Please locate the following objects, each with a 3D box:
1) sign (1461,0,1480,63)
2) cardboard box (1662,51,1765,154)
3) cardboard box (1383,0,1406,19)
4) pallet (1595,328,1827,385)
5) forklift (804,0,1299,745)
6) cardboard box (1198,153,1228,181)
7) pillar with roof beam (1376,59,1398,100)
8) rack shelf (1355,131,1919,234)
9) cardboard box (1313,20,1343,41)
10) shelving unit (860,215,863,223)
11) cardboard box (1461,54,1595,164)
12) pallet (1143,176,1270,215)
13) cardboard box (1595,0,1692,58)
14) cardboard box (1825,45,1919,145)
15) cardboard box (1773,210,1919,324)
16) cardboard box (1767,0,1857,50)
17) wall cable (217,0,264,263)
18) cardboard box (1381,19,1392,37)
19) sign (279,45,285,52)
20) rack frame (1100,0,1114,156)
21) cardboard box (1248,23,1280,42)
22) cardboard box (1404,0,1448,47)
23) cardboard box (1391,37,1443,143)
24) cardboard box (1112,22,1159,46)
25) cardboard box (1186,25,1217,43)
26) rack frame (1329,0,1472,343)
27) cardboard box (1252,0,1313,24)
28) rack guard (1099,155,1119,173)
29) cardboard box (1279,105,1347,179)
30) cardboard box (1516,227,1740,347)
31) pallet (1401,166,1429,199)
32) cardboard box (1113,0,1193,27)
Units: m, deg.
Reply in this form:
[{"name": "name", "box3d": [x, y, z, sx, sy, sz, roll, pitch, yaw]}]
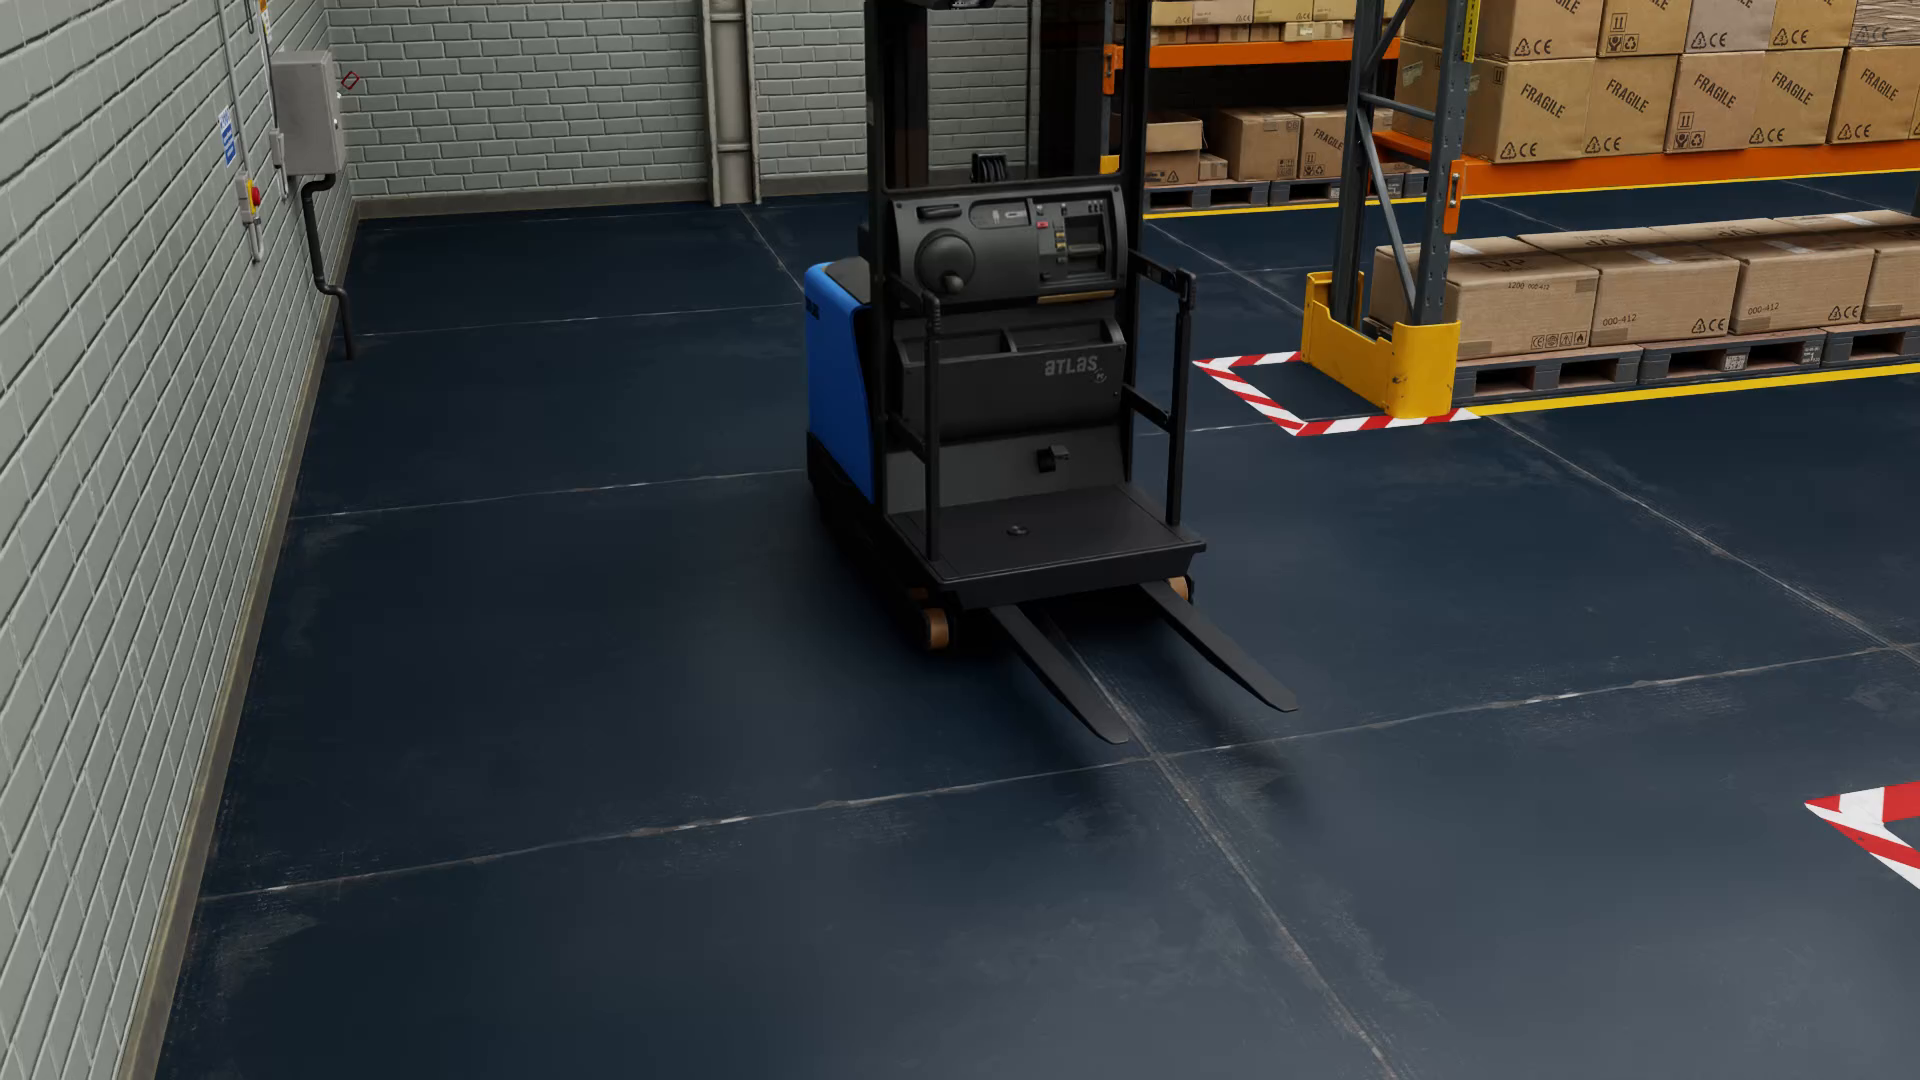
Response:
[{"name": "sign", "box3d": [2.461, -2.472, 8.008, 0.005, 0.325, 0.100, -6, 24, -14]}, {"name": "cardboard box", "box3d": [3.831, -2.349, 8.792, 0.500, 0.500, 0.500, -6, 24, -15]}, {"name": "cardboard box", "box3d": [3.438, -4.373, 13.450, 0.500, 0.250, 0.500, -6, 24, -15]}, {"name": "pallet", "box3d": [4.238, -1.211, 9.804, 1.213, 0.211, 1.003, -6, 24, -14]}, {"name": "forklift", "box3d": [0.273, -1.111, 6.122, 1.130, 2.935, 3.031, -8, 25, -18]}, {"name": "cardboard box", "box3d": [2.007, -3.075, 13.696, 0.250, 0.149, 0.380, -7, 24, -16]}, {"name": "pillar with roof beam", "box3d": [5.073, -5.949, 9.703, 0.400, 9.000, 9.100, -6, 24, -14]}, {"name": "rack shelf", "box3d": [4.243, -2.131, 9.325, 4.000, 0.370, 1.077, -6, 24, -14]}, {"name": "cardboard box", "box3d": [2.865, -4.102, 13.325, 0.250, 0.149, 0.380, -6, 24, -13]}, {"name": "shelving unit", "box3d": [-0.333, -0.925, 7.883, 0.189, 1.200, 0.258, -9, 25, -20]}, {"name": "cardboard box", "box3d": [2.857, -2.237, 8.532, 0.500, 0.500, 0.500, -7, 24, -15]}, {"name": "pallet", "box3d": [1.813, -2.945, 13.845, 1.213, 0.211, 1.003, -6, 24, -14]}, {"name": "cardboard box", "box3d": [3.352, -2.755, 8.471, 0.500, 0.500, 0.500, -7, 24, -16]}, {"name": "cardboard box", "box3d": [4.817, -2.458, 9.048, 0.500, 0.500, 0.500, -7, 24, -15]}, {"name": "cardboard box", "box3d": [5.535, -1.664, 10.041, 0.875, 0.438, 0.875, -7, 24, -15]}, {"name": "cardboard box", "box3d": [4.326, -2.866, 8.730, 0.500, 0.500, 0.500, -6, 24, -14]}, {"name": "wall cable", "box3d": [-3.105, -2.120, 7.060, 0.123, 1.953, 0.585, -6, 24, -14]}, {"name": "cardboard box", "box3d": [3.320, -4.200, 13.553, 0.250, 0.149, 0.380, -6, 24, -14]}, {"name": "sign", "box3d": [-3.865, -2.574, 9.565, 0.001, 0.494, 0.329, -6, 24, -14]}, {"name": "rack frame", "box3d": [0.973, -4.133, 13.077, 0.127, 3.000, 1.000, -6, 24, -14]}, {"name": "cardboard box", "box3d": [2.354, -4.068, 13.245, 0.250, 0.149, 0.380, -6, 24, -14]}, {"name": "cardboard box", "box3d": [2.717, -2.896, 8.800, 0.500, 0.500, 0.500, -6, 24, -13]}, {"name": "cardboard box", "box3d": [2.710, -2.446, 9.021, 0.500, 0.500, 0.500, -6, 24, -14]}, {"name": "cardboard box", "box3d": [1.364, -3.948, 12.966, 0.250, 0.149, 0.380, -6, 24, -15]}, {"name": "cardboard box", "box3d": [1.840, -4.034, 13.166, 0.250, 0.149, 0.380, -7, 24, -15]}, {"name": "rack frame", "box3d": [2.317, -2.249, 8.687, 0.127, 3.000, 1.000, -6, 24, -14]}, {"name": "cardboard box", "box3d": [2.455, -4.256, 13.177, 0.500, 0.250, 0.500, -7, 24, -15]}, {"name": "rack guard", "box3d": [1.046, -2.992, 13.589, 0.348, 0.500, 1.175, -6, 24, -14]}, {"name": "cardboard box", "box3d": [2.957, -3.301, 13.776, 0.500, 0.500, 0.500, -6, 24, -13]}, {"name": "cardboard box", "box3d": [3.805, -1.473, 9.596, 0.875, 0.438, 0.875, -6, 24, -13]}, {"name": "pallet", "box3d": [4.163, -3.204, 14.451, 1.213, 0.211, 1.003, -6, 24, -14]}, {"name": "cardboard box", "box3d": [1.483, -4.147, 12.923, 0.500, 0.250, 0.500, -6, 24, -14]}]
